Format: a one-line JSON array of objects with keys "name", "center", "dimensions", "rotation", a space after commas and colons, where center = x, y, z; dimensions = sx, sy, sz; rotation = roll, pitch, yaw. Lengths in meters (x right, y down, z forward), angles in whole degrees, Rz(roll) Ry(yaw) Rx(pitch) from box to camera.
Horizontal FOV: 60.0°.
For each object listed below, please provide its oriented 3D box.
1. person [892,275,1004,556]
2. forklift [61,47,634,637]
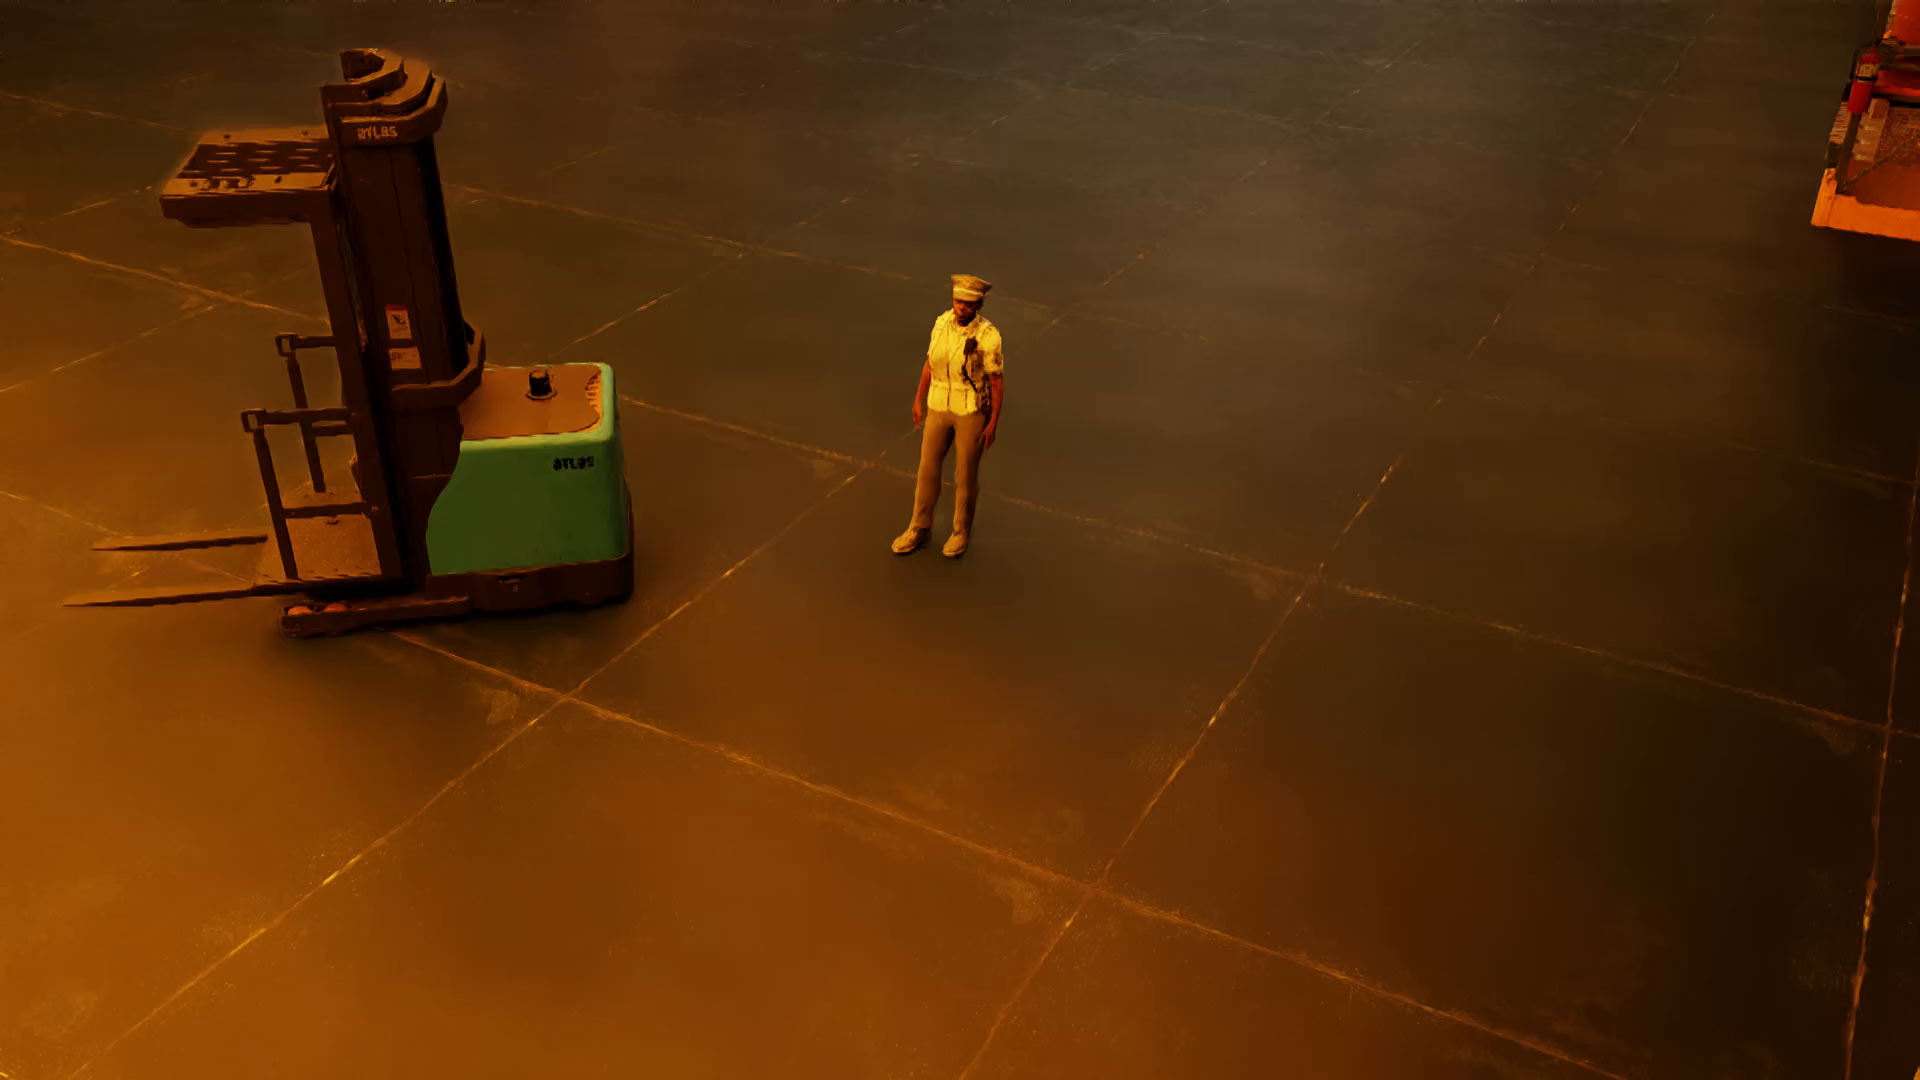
[{"name": "person", "center": [-0.053, -0.713, 9.527], "dimensions": [0.570, 1.695, 0.529], "rotation": [15, 33, 25]}, {"name": "forklift", "center": [-3.413, -1.024, 8.845], "dimensions": [3.031, 2.935, 1.130], "rotation": [-5, 30, -9]}]
